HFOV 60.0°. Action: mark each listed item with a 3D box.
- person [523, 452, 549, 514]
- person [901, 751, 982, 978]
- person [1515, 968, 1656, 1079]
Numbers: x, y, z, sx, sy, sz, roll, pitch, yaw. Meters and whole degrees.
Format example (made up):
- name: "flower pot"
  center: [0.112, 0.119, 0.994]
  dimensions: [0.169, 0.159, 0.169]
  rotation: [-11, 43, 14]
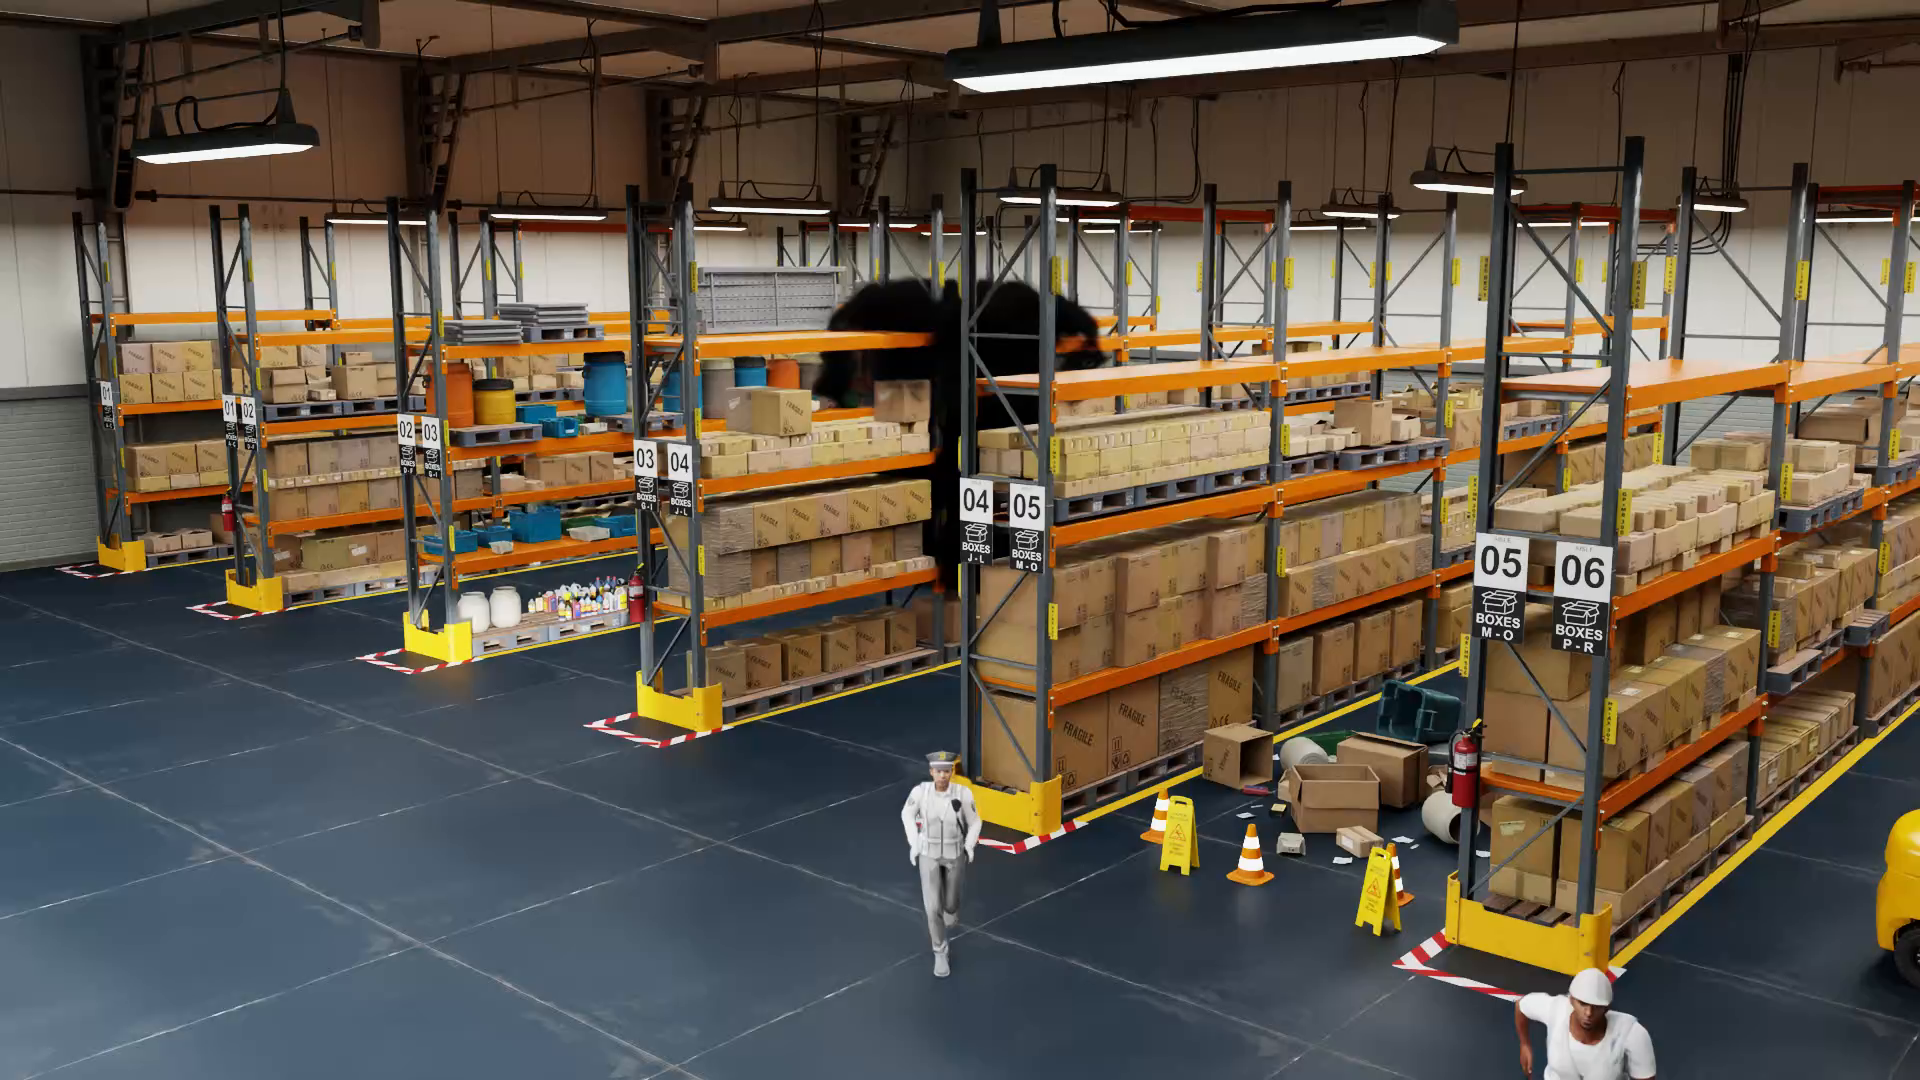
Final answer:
- name: "person"
  center: [-7.963, -0.917, 31.709]
  dimensions: [0.638, 1.721, 0.830]
  rotation: [8, 12, 40]
- name: "person"
  center: [-0.137, 2.324, 12.397]
  dimensions: [0.601, 1.666, 0.786]
  rotation: [0, 9, -1]
- name: "person"
  center: [3.169, 2.943, 8.511]
  dimensions: [0.683, 1.679, 0.798]
  rotation: [3, 10, 19]
